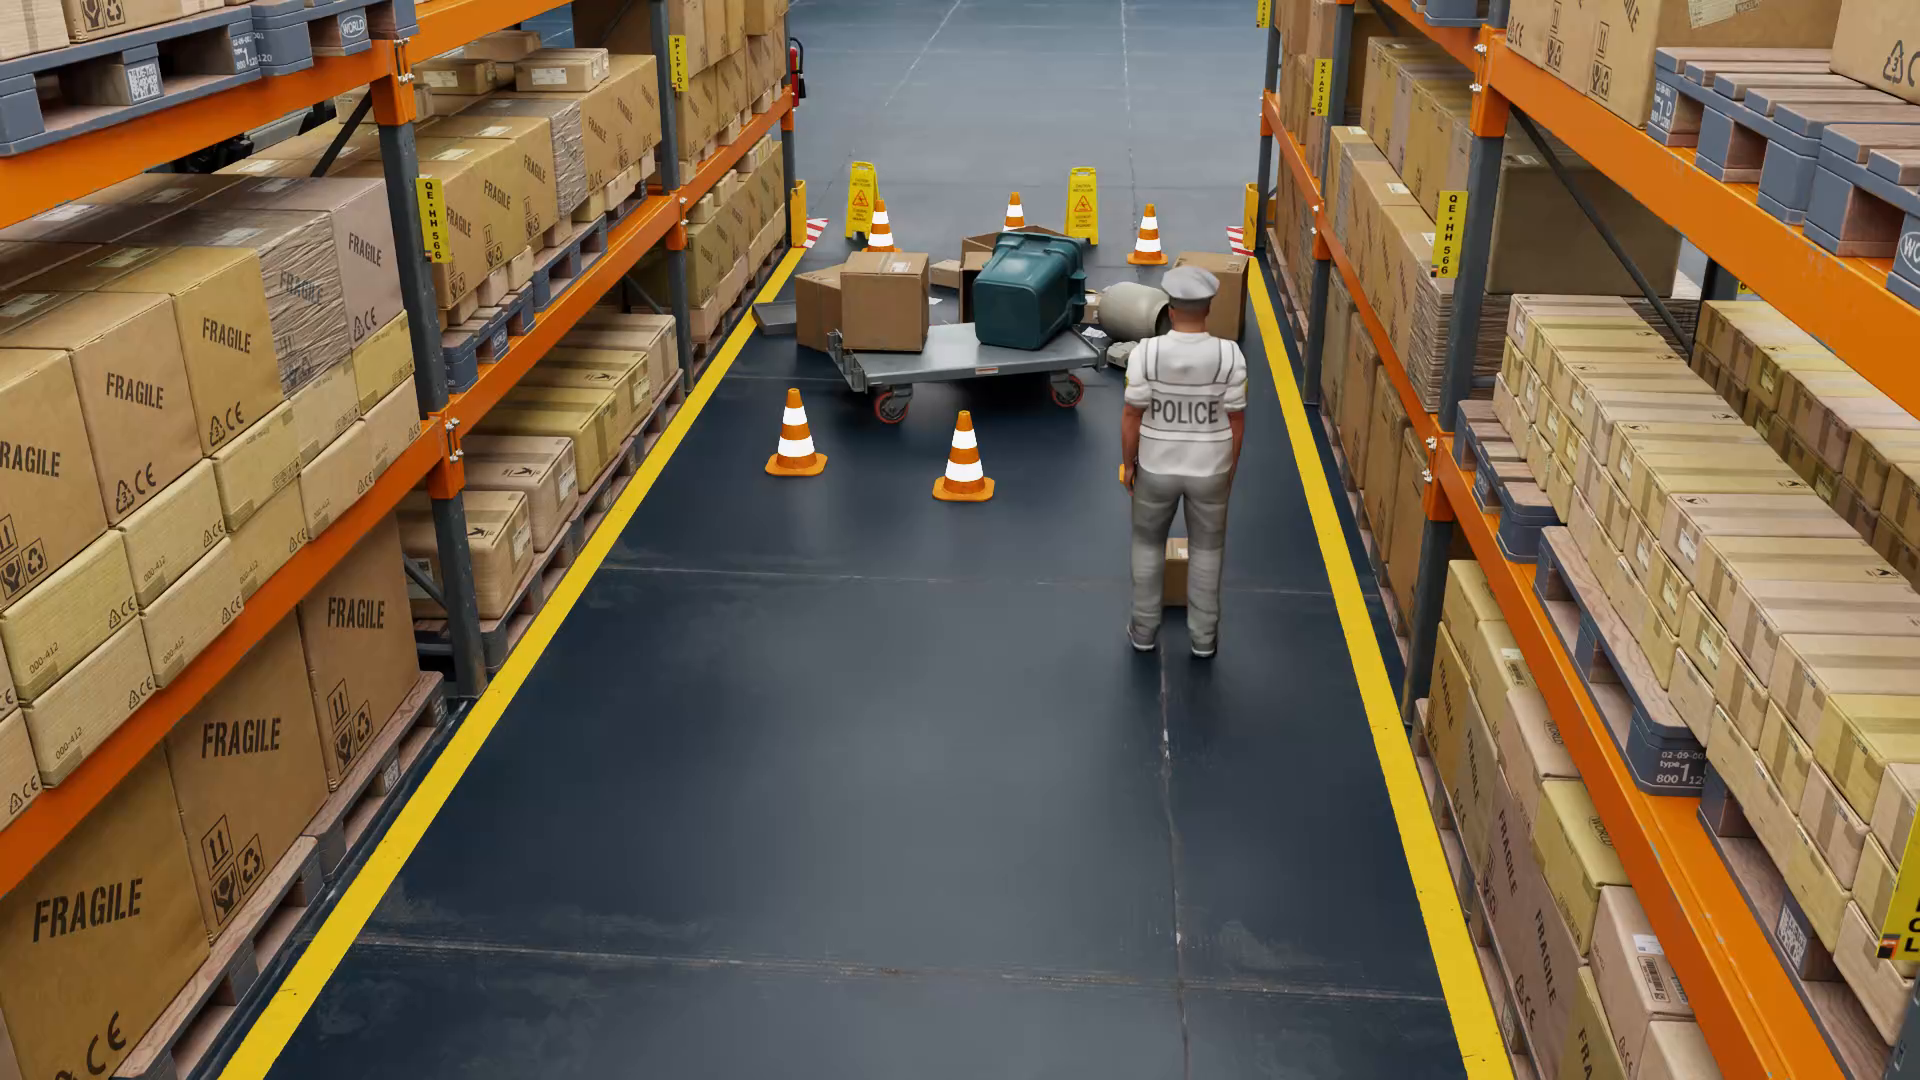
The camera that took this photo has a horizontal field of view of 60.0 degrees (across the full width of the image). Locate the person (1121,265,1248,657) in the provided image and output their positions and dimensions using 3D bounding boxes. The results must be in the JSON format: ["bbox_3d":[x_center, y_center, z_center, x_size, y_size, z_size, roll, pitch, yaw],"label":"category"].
[{"bbox_3d":[0.968,-0.331,7.318,0.527,1.761,0.394,2,24,5],"label":"person"}]
